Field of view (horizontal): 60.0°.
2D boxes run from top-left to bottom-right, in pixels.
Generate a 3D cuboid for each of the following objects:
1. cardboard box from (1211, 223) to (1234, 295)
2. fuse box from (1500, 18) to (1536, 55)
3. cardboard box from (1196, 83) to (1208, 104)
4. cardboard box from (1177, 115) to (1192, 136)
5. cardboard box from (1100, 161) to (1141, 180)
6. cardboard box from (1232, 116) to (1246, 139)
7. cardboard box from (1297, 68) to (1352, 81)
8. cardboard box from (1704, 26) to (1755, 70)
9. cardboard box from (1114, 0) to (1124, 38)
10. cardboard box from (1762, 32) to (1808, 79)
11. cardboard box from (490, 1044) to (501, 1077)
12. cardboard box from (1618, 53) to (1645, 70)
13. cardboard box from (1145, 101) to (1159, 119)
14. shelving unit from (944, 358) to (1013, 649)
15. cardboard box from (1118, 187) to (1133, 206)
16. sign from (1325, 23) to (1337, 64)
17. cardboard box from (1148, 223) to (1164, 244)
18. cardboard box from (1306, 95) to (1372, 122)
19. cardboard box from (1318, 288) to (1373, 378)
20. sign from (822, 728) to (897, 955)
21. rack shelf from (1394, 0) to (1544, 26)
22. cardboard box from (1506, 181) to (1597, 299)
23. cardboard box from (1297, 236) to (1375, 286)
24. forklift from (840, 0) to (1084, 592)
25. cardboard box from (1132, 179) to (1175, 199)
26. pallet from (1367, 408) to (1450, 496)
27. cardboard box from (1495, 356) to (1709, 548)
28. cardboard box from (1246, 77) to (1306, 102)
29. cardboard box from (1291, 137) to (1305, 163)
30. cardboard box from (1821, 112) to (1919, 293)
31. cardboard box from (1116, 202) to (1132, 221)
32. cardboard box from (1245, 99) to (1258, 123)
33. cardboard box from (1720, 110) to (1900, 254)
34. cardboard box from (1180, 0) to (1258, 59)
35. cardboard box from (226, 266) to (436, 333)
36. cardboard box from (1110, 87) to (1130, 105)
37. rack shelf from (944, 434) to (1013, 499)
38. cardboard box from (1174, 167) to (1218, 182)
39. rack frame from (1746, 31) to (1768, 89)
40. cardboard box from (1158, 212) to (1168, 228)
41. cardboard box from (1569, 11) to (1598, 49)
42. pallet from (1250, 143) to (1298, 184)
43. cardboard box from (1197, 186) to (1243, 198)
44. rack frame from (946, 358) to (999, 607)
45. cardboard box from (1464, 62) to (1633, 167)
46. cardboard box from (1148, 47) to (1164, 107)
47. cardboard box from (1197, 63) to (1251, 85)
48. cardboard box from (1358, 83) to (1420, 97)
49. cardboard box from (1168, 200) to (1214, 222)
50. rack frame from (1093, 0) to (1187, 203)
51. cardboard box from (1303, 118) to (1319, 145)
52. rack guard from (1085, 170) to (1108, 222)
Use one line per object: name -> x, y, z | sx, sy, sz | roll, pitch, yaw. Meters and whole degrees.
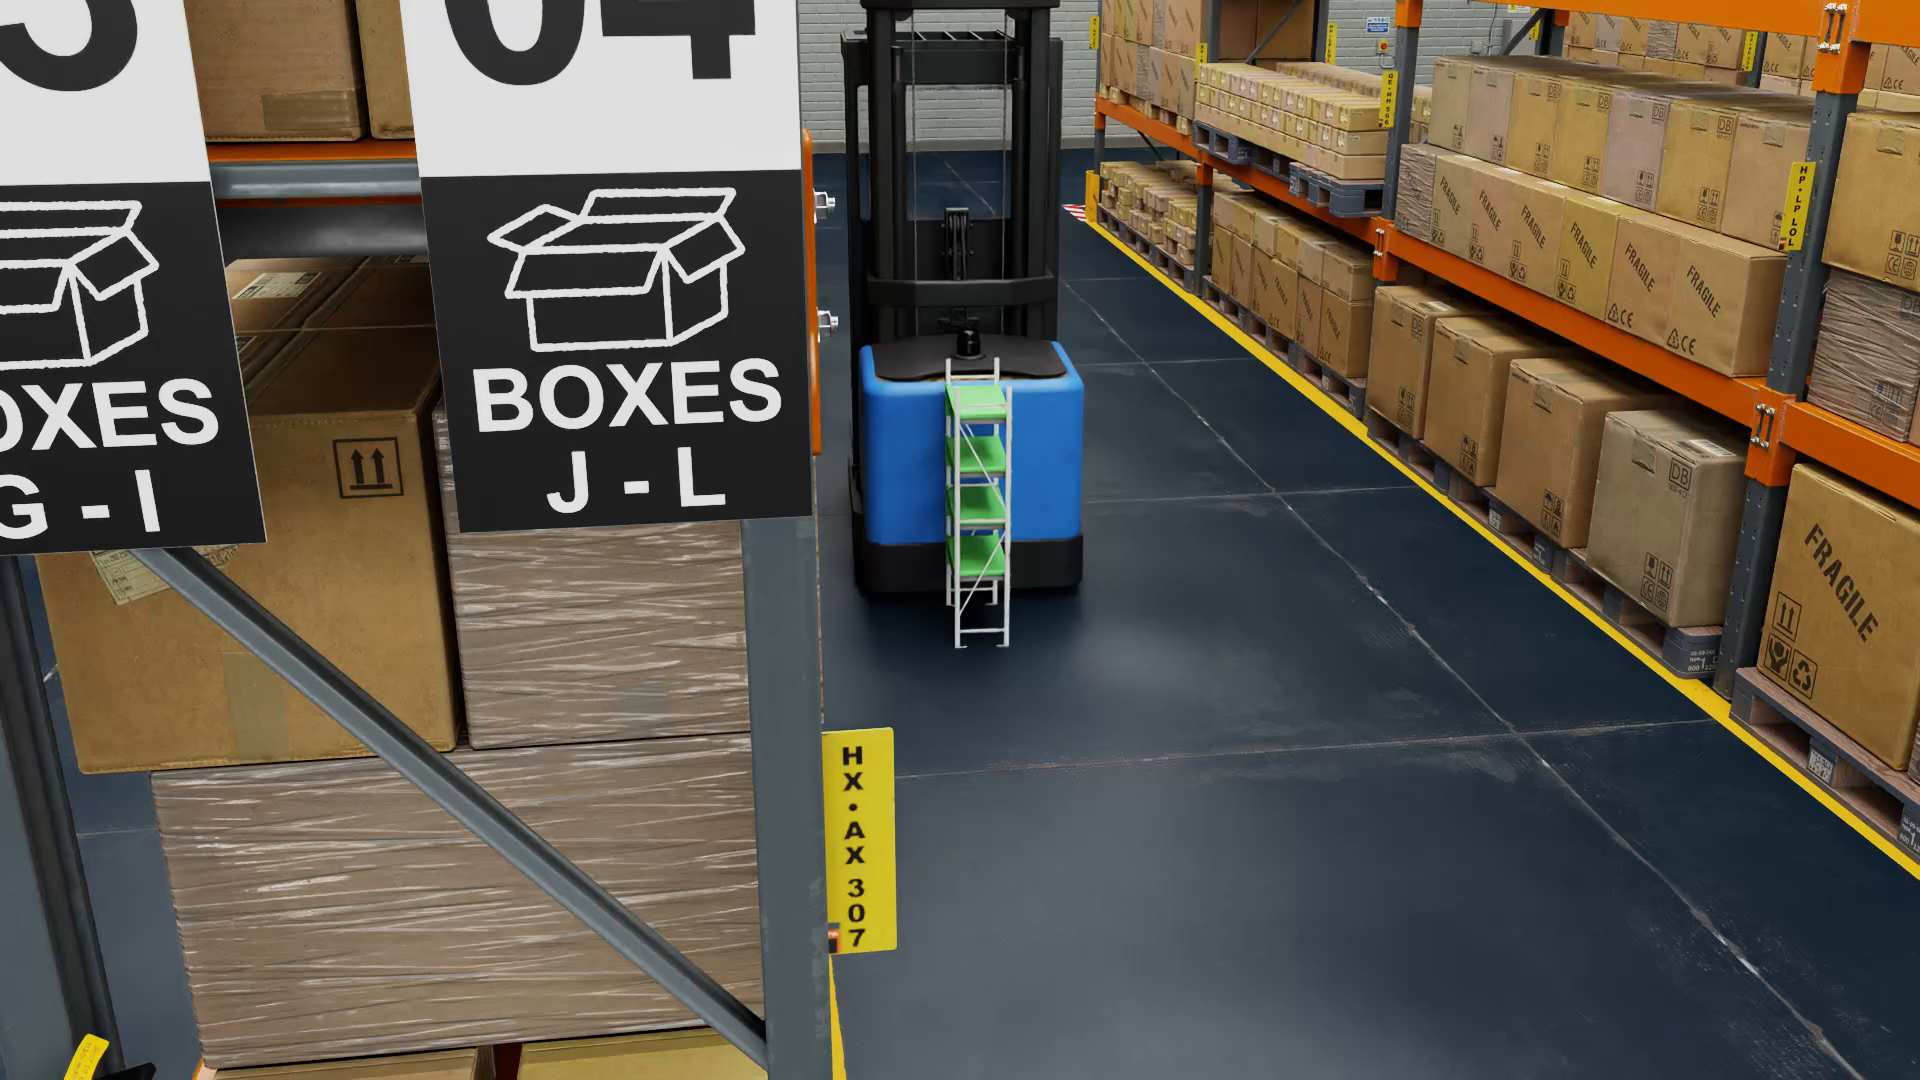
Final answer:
cardboard box -> 2.366, -2.302, 13.564 | 0.500, 0.500, 0.500 | -2, 21, -6
fuse box -> 8.093, -6.618, 23.989 | 0.539, 1.711, 0.414 | -3, 21, -8
cardboard box -> 2.124, -3.604, 13.412 | 0.380, 0.149, 0.250 | -3, 21, -7
cardboard box -> 2.105, -3.598, 14.422 | 0.380, 0.149, 0.250 | -3, 21, -9
cardboard box -> 1.685, -3.872, 17.419 | 0.380, 0.149, 0.250 | -4, 21, -10
cardboard box -> 2.274, -3.107, 12.507 | 0.380, 0.149, 0.250 | -4, 21, -10
cardboard box -> 2.848, -3.591, 12.953 | 0.380, 0.149, 0.250 | -4, 21, -9
cardboard box -> 7.065, -4.495, 14.891 | 0.500, 0.500, 0.500 | -3, 21, -8
cardboard box -> 1.827, -5.242, 16.466 | 0.500, 0.500, 0.500 | -2, 21, -6
cardboard box -> 7.185, -4.178, 14.044 | 0.500, 0.500, 0.500 | -3, 21, -7
cardboard box -> -0.951, 0.768, 2.733 | 0.380, 0.149, 0.250 | -3, 21, -8
cardboard box -> 6.859, -4.558, 16.489 | 0.500, 0.500, 0.500 | -2, 21, -6
cardboard box -> 1.953, -4.052, 15.638 | 0.380, 0.149, 0.250 | -3, 21, -7
shelving unit -> 0.077, -0.167, 7.447 | 0.258, 1.200, 0.503 | -2, 21, -5
cardboard box -> 1.803, -3.464, 16.753 | 0.380, 0.149, 0.250 | -2, 21, -6
sign -> 3.071, -4.117, 13.797 | 0.100, 0.325, 0.005 | -3, 21, -8
cardboard box -> 1.979, -2.883, 15.623 | 0.380, 0.149, 0.250 | -3, 21, -8
cardboard box -> 2.503, -2.842, 10.948 | 0.380, 0.149, 0.250 | -2, 21, -6
cardboard box -> 2.745, -1.401, 11.152 | 0.500, 0.500, 0.500 | -3, 21, -8
sign -> -0.134, 0.392, 2.143 | 0.100, 0.325, 0.005 | -3, 21, -8
rack shelf -> 2.811, -3.921, 11.668 | 1.077, 0.370, 4.000 | -3, 21, -8
cardboard box -> 3.115, -1.515, 8.342 | 0.500, 0.500, 0.500 | -3, 21, -8
cardboard box -> 2.657, -1.935, 11.511 | 0.500, 0.250, 0.500 | -3, 21, -7
forklift -> -0.055, -1.599, 8.807 | 1.130, 2.935, 3.031 | -2, 21, -5
cardboard box -> 1.894, -3.417, 16.201 | 0.380, 0.149, 0.250 | -3, 21, -7
pallet -> 3.138, -0.577, 9.960 | 1.003, 0.211, 1.213 | -3, 21, -8
cardboard box -> 3.362, -0.463, 8.283 | 1.050, 0.750, 0.750 | -3, 21, -8
cardboard box -> 2.311, -3.296, 12.162 | 0.380, 0.149, 0.250 | -2, 21, -6
cardboard box -> 2.469, -2.649, 11.279 | 0.380, 0.149, 0.250 | -3, 21, -8
cardboard box -> 3.695, -1.222, 5.943 | 0.875, 0.550, 0.550 | -3, 21, -8
cardboard box -> 1.794, -3.328, 16.813 | 0.380, 0.149, 0.250 | -3, 21, -7
cardboard box -> 2.318, -3.150, 12.197 | 0.380, 0.149, 0.250 | -3, 21, -9
cardboard box -> 3.598, -1.462, 6.772 | 0.700, 0.500, 0.500 | -3, 21, -9
cardboard box -> 2.187, -4.349, 14.076 | 0.500, 0.500, 0.500 | -4, 21, -10
cardboard box -> -1.072, -0.181, 2.916 | 0.500, 0.500, 0.500 | -3, 21, -8
cardboard box -> 1.732, -4.502, 16.842 | 0.380, 0.149, 0.250 | -4, 21, -9
rack shelf -> 0.077, -0.332, 7.386 | 0.258, 0.148, 0.480 | -2, 21, -5
cardboard box -> 2.415, -3.726, 17.030 | 0.380, 0.149, 0.250 | -3, 21, -9
rack frame -> 7.406, -3.830, 14.683 | 1.000, 3.000, 0.127 | -3, 21, -8
cardboard box -> 2.060, -3.003, 15.518 | 0.380, 0.149, 0.250 | -2, 21, -6
cardboard box -> 6.698, -5.371, 17.237 | 0.500, 0.500, 0.500 | -3, 21, -9
pallet -> 2.773, -2.754, 12.076 | 1.003, 0.211, 1.213 | -3, 21, -8
cardboard box -> 2.474, -3.270, 15.808 | 0.380, 0.149, 0.250 | -4, 21, -10
rack frame -> 0.056, -0.252, 7.675 | 0.240, 1.200, 0.015 | -2, 21, -5
cardboard box -> 3.228, -2.345, 9.134 | 0.700, 0.500, 0.500 | -3, 21, -9
cardboard box -> 2.029, -4.237, 15.205 | 0.500, 0.500, 0.500 | -3, 21, -8
cardboard box -> 2.124, -3.743, 13.360 | 0.380, 0.149, 0.250 | -2, 21, -5
cardboard box -> 3.033, -3.143, 11.752 | 0.380, 0.149, 0.250 | -2, 21, -6
cardboard box -> 2.094, -2.967, 14.998 | 0.380, 0.149, 0.250 | -3, 21, -8
rack frame -> 1.946, -4.930, 17.629 | 1.000, 3.000, 0.127 | -3, 21, -8
cardboard box -> 2.496, -2.710, 11.019 | 0.380, 0.149, 0.250 | -2, 21, -6
rack guard -> 1.957, -3.733, 17.996 | 1.175, 0.500, 0.348 | -3, 21, -8
